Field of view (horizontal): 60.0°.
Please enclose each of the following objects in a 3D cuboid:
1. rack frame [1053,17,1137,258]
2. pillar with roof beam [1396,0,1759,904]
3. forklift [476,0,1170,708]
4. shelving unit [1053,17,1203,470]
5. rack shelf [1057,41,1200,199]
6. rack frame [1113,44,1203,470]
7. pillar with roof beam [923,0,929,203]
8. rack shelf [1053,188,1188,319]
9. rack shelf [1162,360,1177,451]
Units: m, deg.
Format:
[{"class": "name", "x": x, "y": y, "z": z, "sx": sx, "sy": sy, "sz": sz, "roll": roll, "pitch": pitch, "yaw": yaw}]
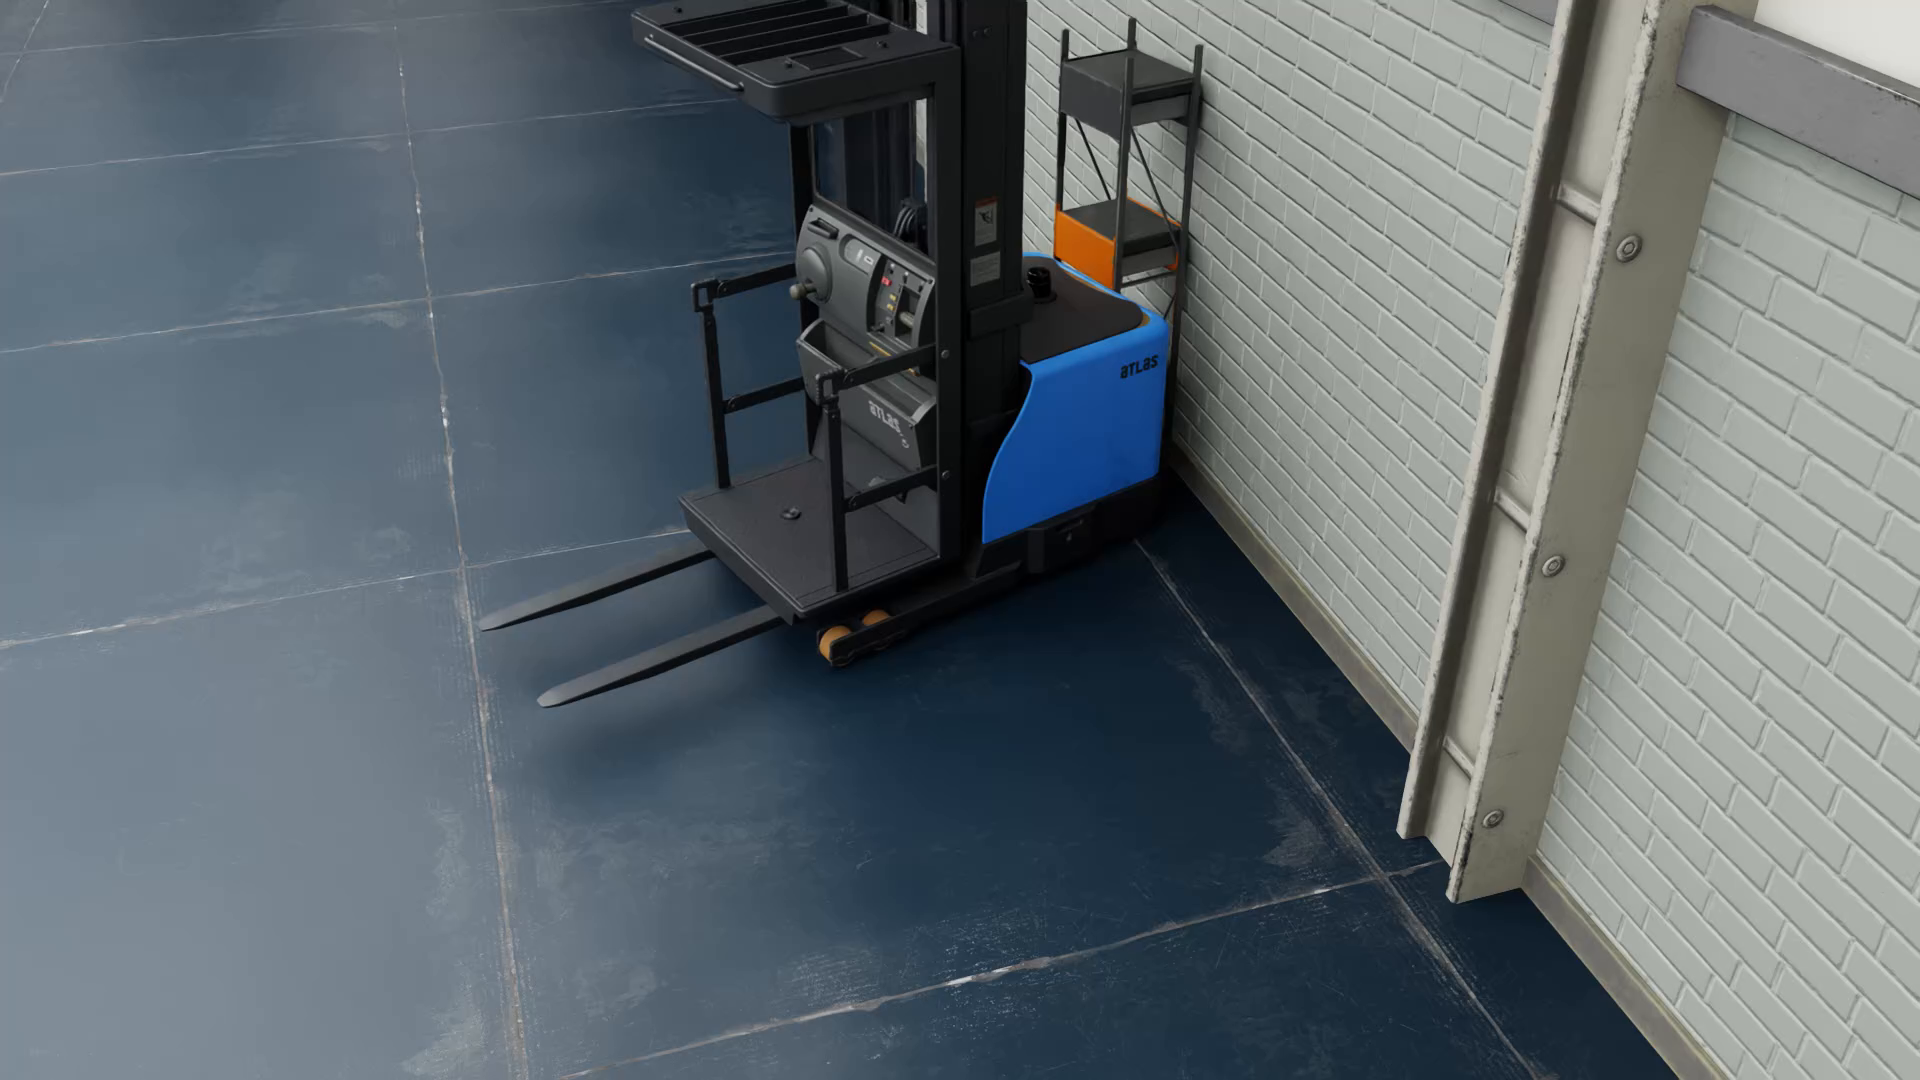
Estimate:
[{"class": "rack frame", "x": 0.619, "y": -1.421, "z": 7.990, "sx": 0.400, "sy": 2.100, "sz": 0.015, "roll": -18, "pitch": 37, "yaw": -26}, {"class": "pillar with roof beam", "x": -2.287, "y": -1.886, "z": 2.441, "sx": 9.100, "sy": 9.000, "sz": 0.400, "roll": -10, "pitch": 35, "yaw": -15}, {"class": "forklift", "x": -0.562, "y": -1.029, "z": 6.648, "sx": 3.031, "sy": 2.935, "sz": 1.130, "roll": -21, "pitch": 39, "yaw": -29}, {"class": "shelving unit", "x": 0.744, "y": -1.308, "z": 7.814, "sx": 0.431, "sy": 2.100, "sz": 0.503, "roll": -18, "pitch": 37, "yaw": -26}, {"class": "rack shelf", "x": 0.746, "y": -1.885, "z": 7.444, "sx": 0.431, "sy": 0.518, "sz": 0.480, "roll": -18, "pitch": 37, "yaw": -26}, {"class": "rack frame", "x": 0.869, "y": -1.194, "z": 7.638, "sx": 0.400, "sy": 2.100, "sz": 0.015, "roll": -18, "pitch": 37, "yaw": -26}, {"class": "pillar with roof beam", "x": -4.117, "y": -5.036, "z": 7.208, "sx": 9.100, "sy": 9.000, "sz": 0.400, "roll": -10, "pitch": 35, "yaw": -15}, {"class": "rack shelf", "x": 0.744, "y": -1.296, "z": 7.822, "sx": 0.431, "sy": 0.518, "sz": 0.480, "roll": -18, "pitch": 37, "yaw": -26}, {"class": "rack shelf", "x": 0.742, "y": -0.707, "z": 8.199, "sx": 0.431, "sy": 0.518, "sz": 0.480, "roll": -18, "pitch": 37, "yaw": -26}]
